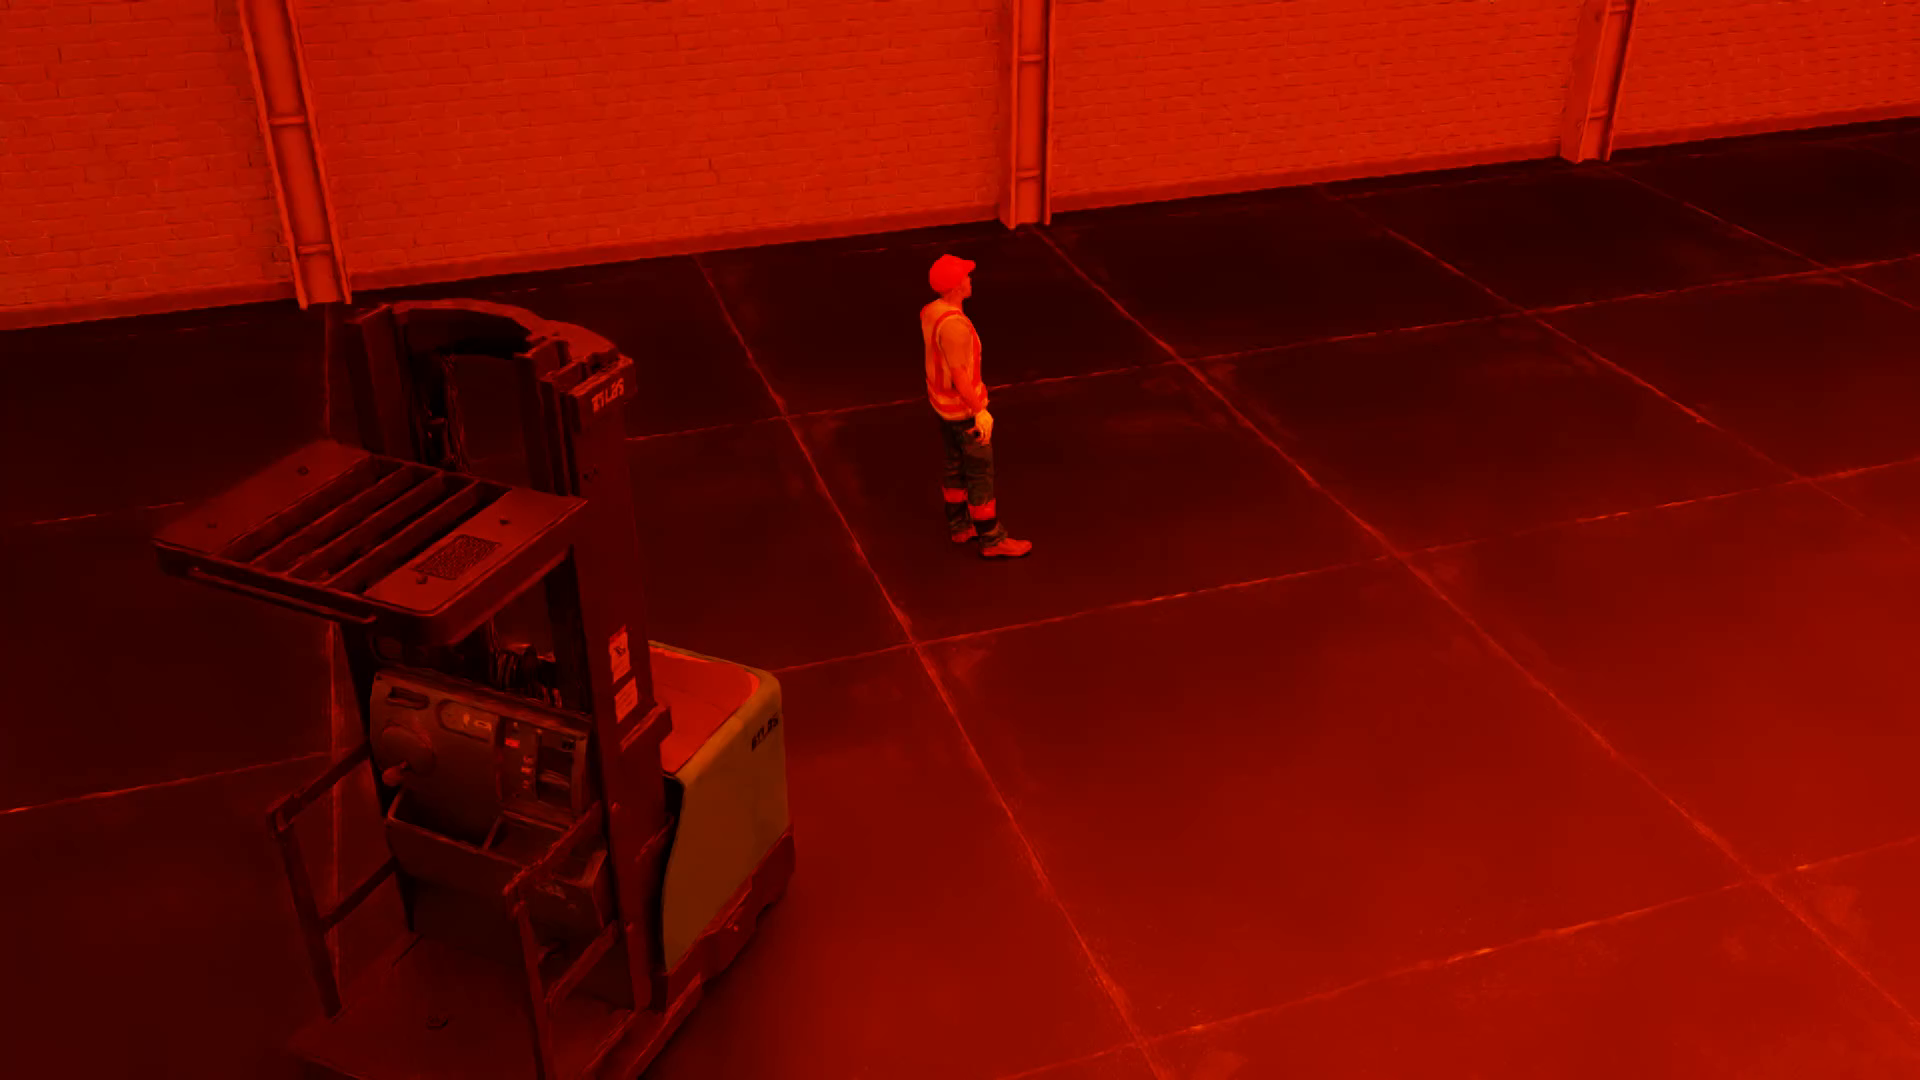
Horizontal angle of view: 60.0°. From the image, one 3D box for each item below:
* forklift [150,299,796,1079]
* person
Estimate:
[{"bbox_3d":[-1.791,0.789,5.716,1.130,2.935,3.031,13,32,21],"label":"forklift"},{"bbox_3d":[0.080,-0.789,9.589,0.563,1.787,0.637,-10,31,-16],"label":"person"}]
